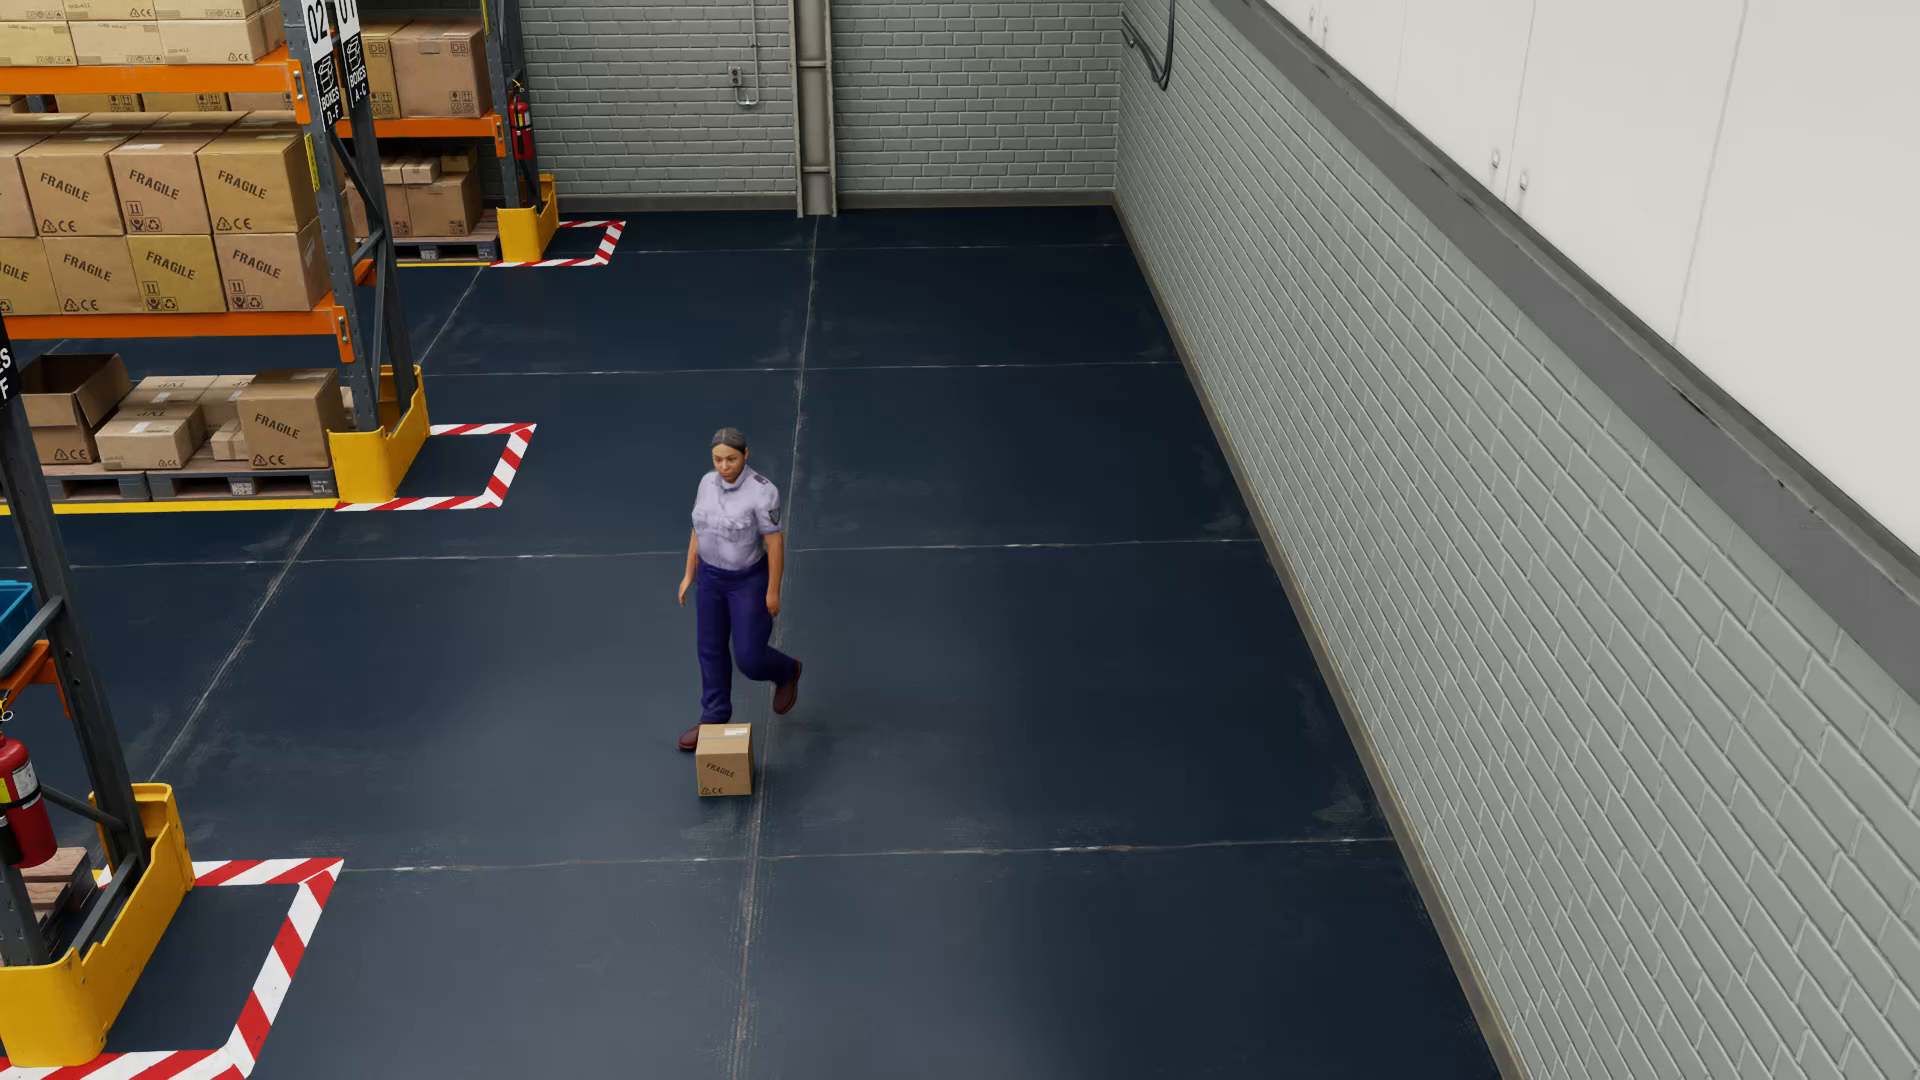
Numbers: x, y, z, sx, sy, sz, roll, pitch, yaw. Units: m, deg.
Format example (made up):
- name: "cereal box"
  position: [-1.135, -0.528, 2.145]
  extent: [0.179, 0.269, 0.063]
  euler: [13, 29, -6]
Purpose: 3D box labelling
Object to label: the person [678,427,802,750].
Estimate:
- name: "person"
  position: [-1.138, 0.232, 8.191]
  extent: [0.521, 1.628, 0.672]
  euler: [16, 32, 28]
